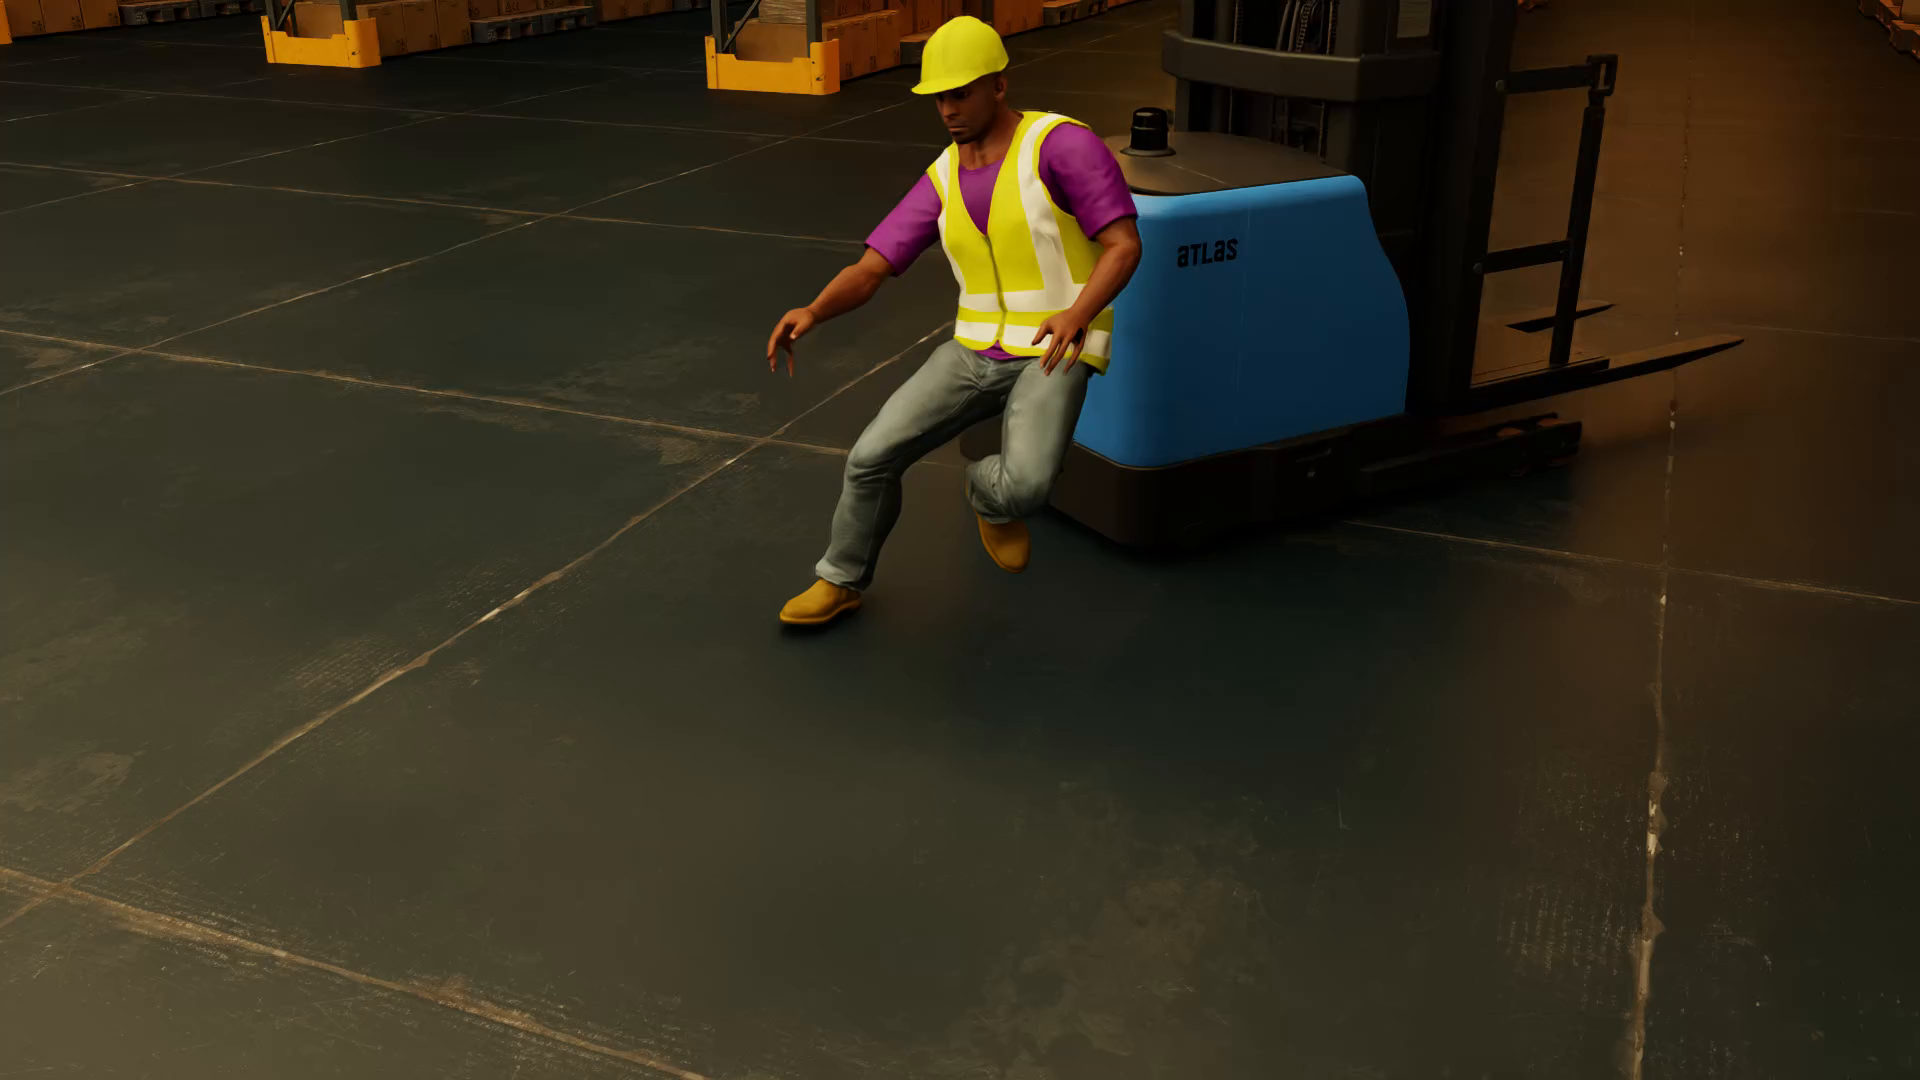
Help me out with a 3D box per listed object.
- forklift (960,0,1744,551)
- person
[{"bbox_3d":[1.529,-1.725,5.420,3.031,2.935,1.130,-13,26,-28],"label":"forklift"},{"bbox_3d":[-0.031,-0.472,4.185,0.825,1.586,0.794,15,27,32],"label":"person"}]
